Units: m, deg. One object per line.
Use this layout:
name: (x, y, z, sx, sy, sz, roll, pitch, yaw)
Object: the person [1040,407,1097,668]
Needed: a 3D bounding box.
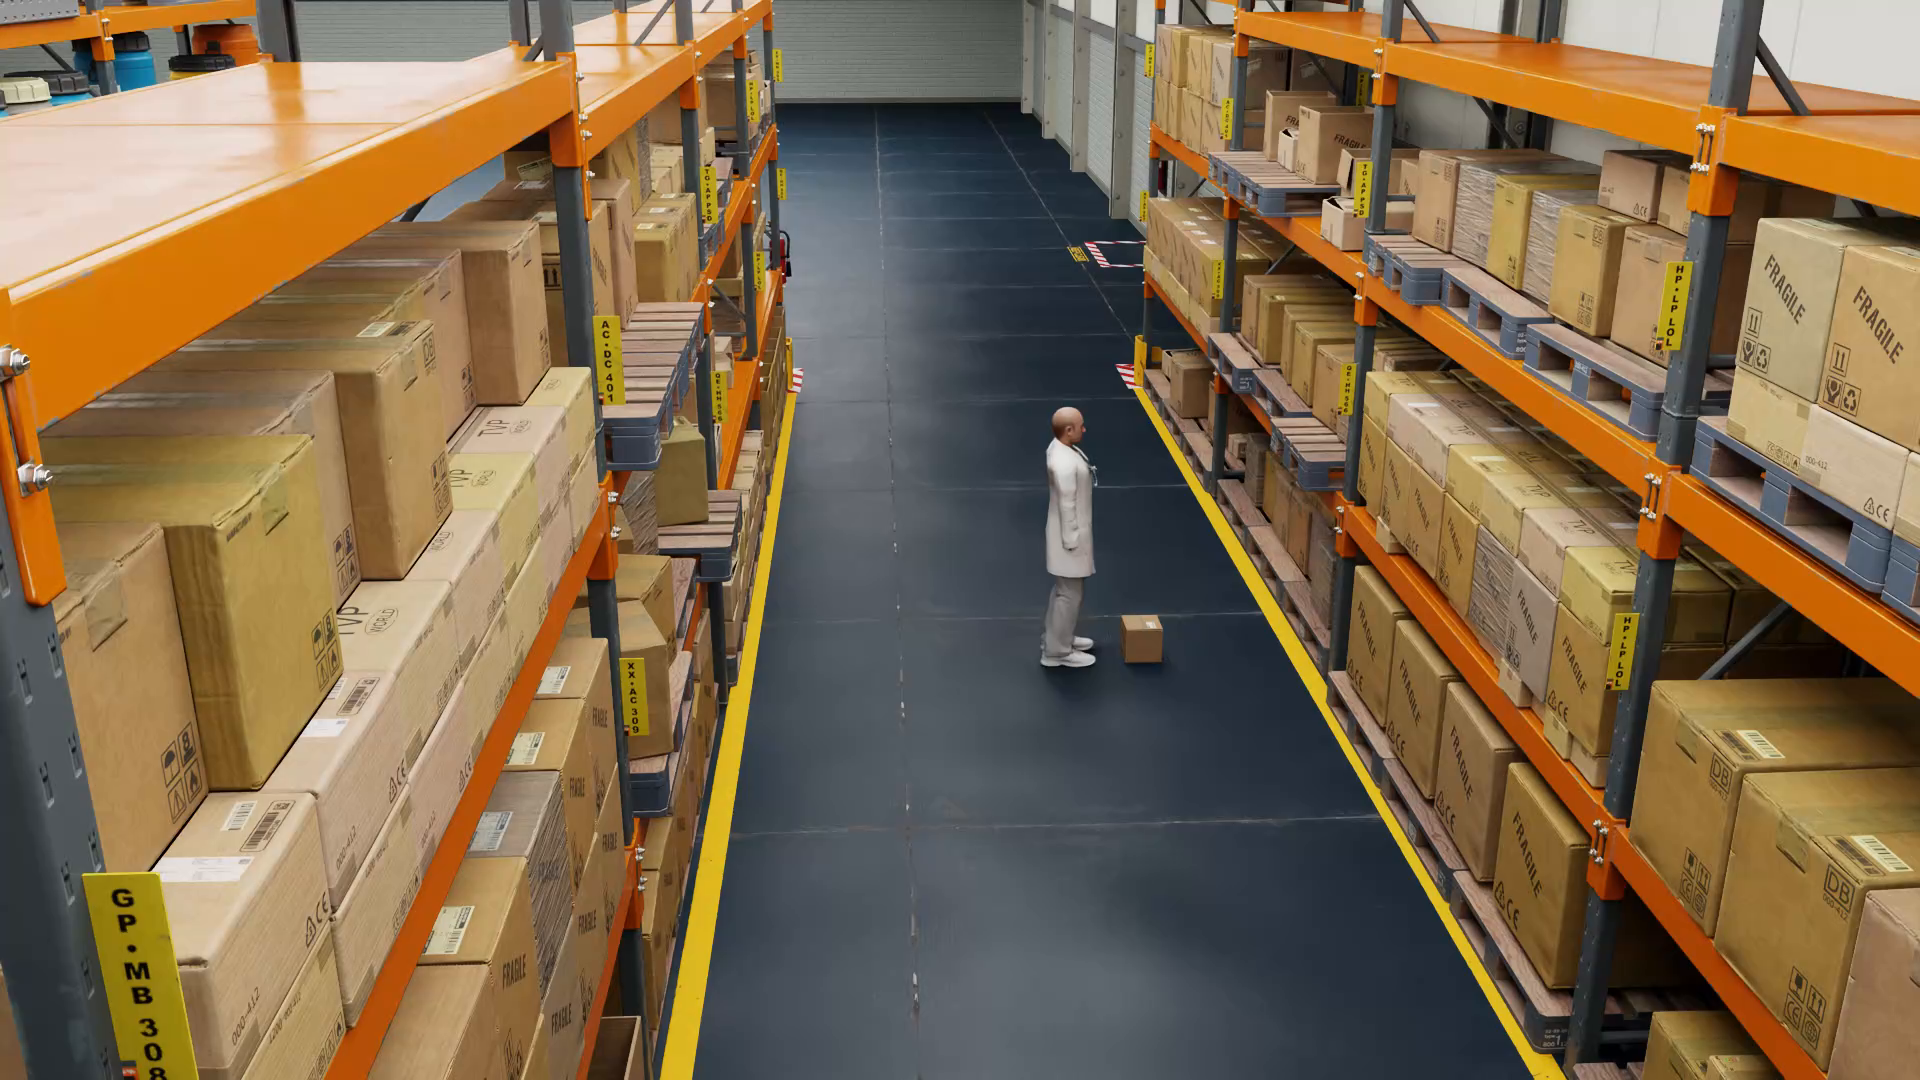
person: (0.740, -0.034, 11.194, 0.388, 1.775, 0.562, -1, 20, -2)
